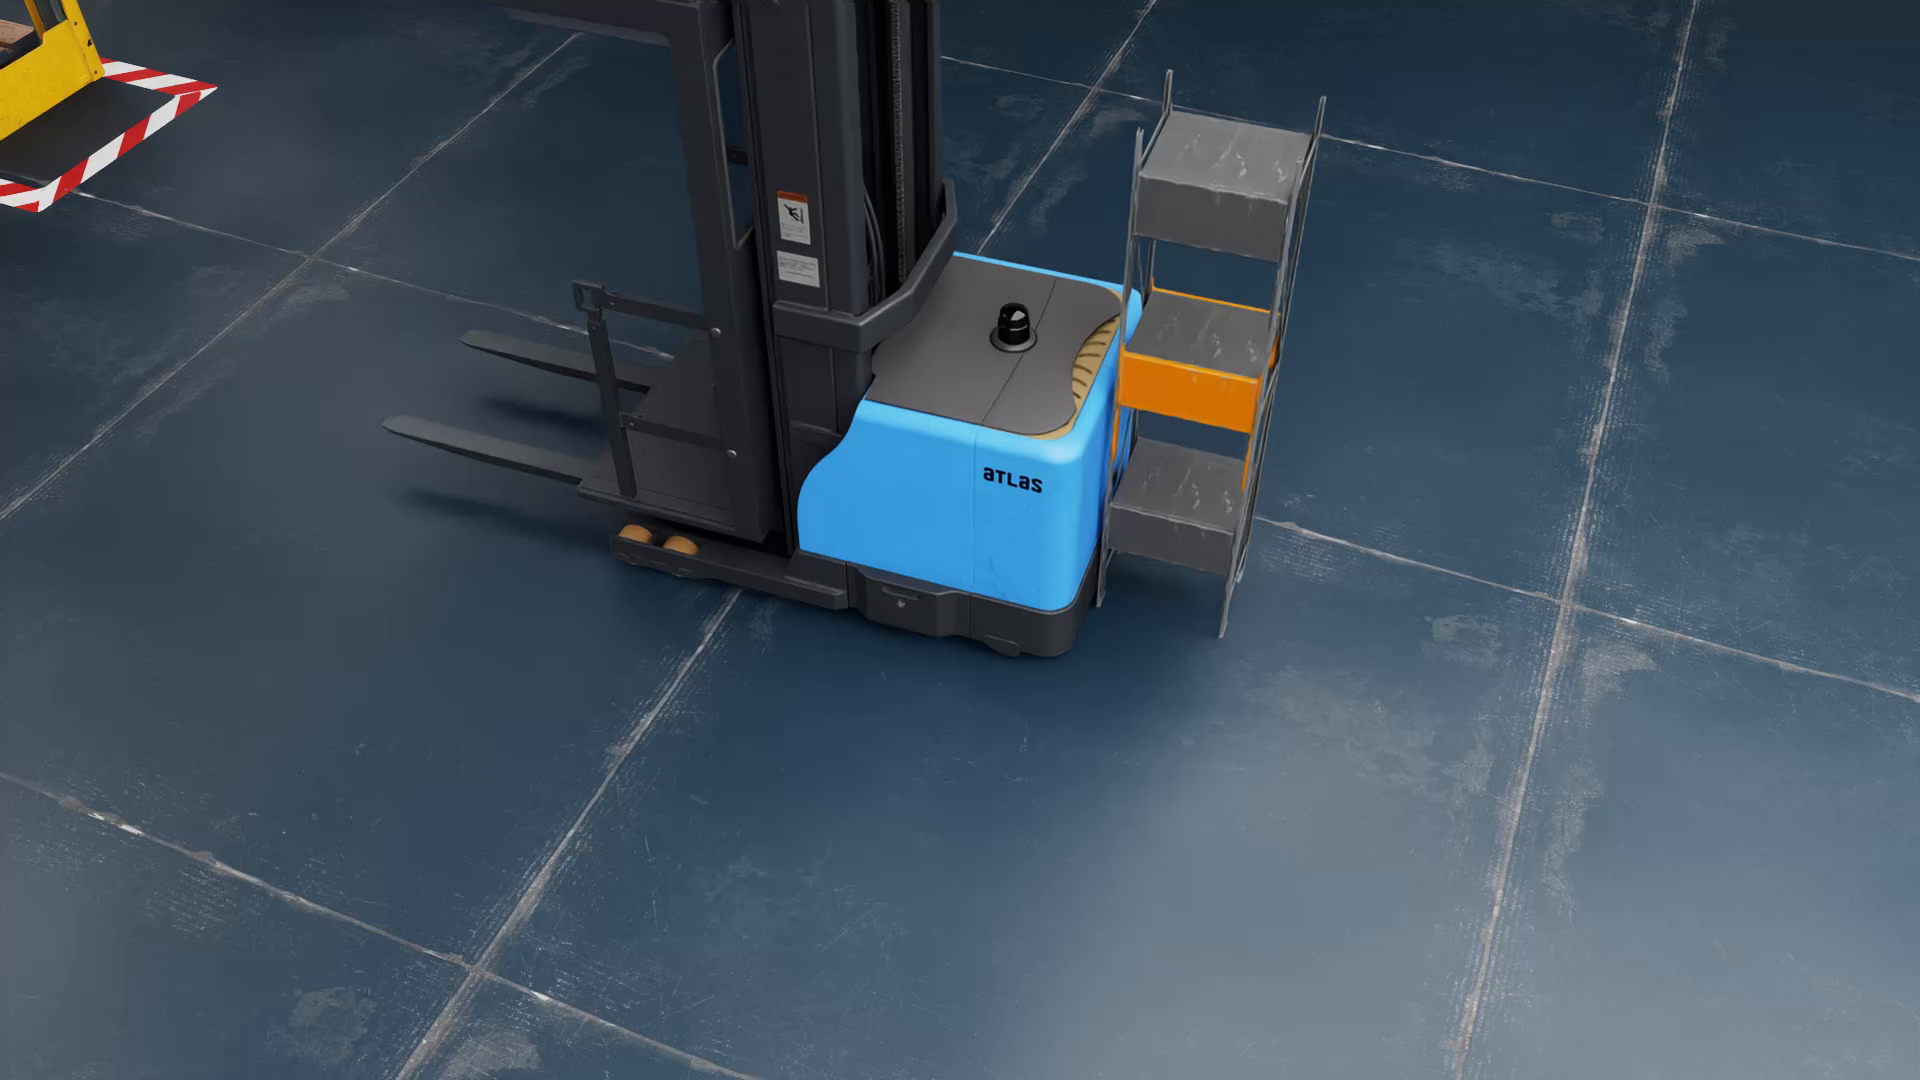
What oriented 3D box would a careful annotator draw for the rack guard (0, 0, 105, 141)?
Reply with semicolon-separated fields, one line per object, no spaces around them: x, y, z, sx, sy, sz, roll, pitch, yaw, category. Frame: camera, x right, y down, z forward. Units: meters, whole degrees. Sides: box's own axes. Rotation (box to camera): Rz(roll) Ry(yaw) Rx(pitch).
-5.197;-2.499;8.907;0.348;0.500;1.175;16;47;16;rack guard

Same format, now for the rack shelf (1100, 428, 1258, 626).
0.833;-0.050;6.323;0.480;0.518;0.431;14;46;13;rack shelf

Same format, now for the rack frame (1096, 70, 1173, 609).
0.602;-0.612;5.877;0.015;2.100;0.400;14;46;13;rack frame

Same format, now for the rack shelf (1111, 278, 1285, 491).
0.833;-0.546;5.830;0.480;0.518;0.431;14;46;13;rack shelf

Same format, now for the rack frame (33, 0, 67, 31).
-5.127;-3.364;8.004;0.127;3.000;1.000;16;47;16;rack frame

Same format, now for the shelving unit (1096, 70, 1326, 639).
0.833;-0.556;5.820;0.503;2.100;0.431;14;46;13;shelving unit

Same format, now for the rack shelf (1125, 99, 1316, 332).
0.833;-1.042;5.336;0.480;0.518;0.431;14;46;13;rack shelf

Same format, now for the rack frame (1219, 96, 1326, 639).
1.063;-0.499;5.763;0.015;2.100;0.400;14;46;13;rack frame

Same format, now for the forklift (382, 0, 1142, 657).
-0.865;-1.229;5.908;3.031;2.935;1.130;14;46;13;forklift

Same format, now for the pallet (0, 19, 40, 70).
-5.933;-2.640;9.254;1.213;0.211;1.003;16;47;16;pallet
